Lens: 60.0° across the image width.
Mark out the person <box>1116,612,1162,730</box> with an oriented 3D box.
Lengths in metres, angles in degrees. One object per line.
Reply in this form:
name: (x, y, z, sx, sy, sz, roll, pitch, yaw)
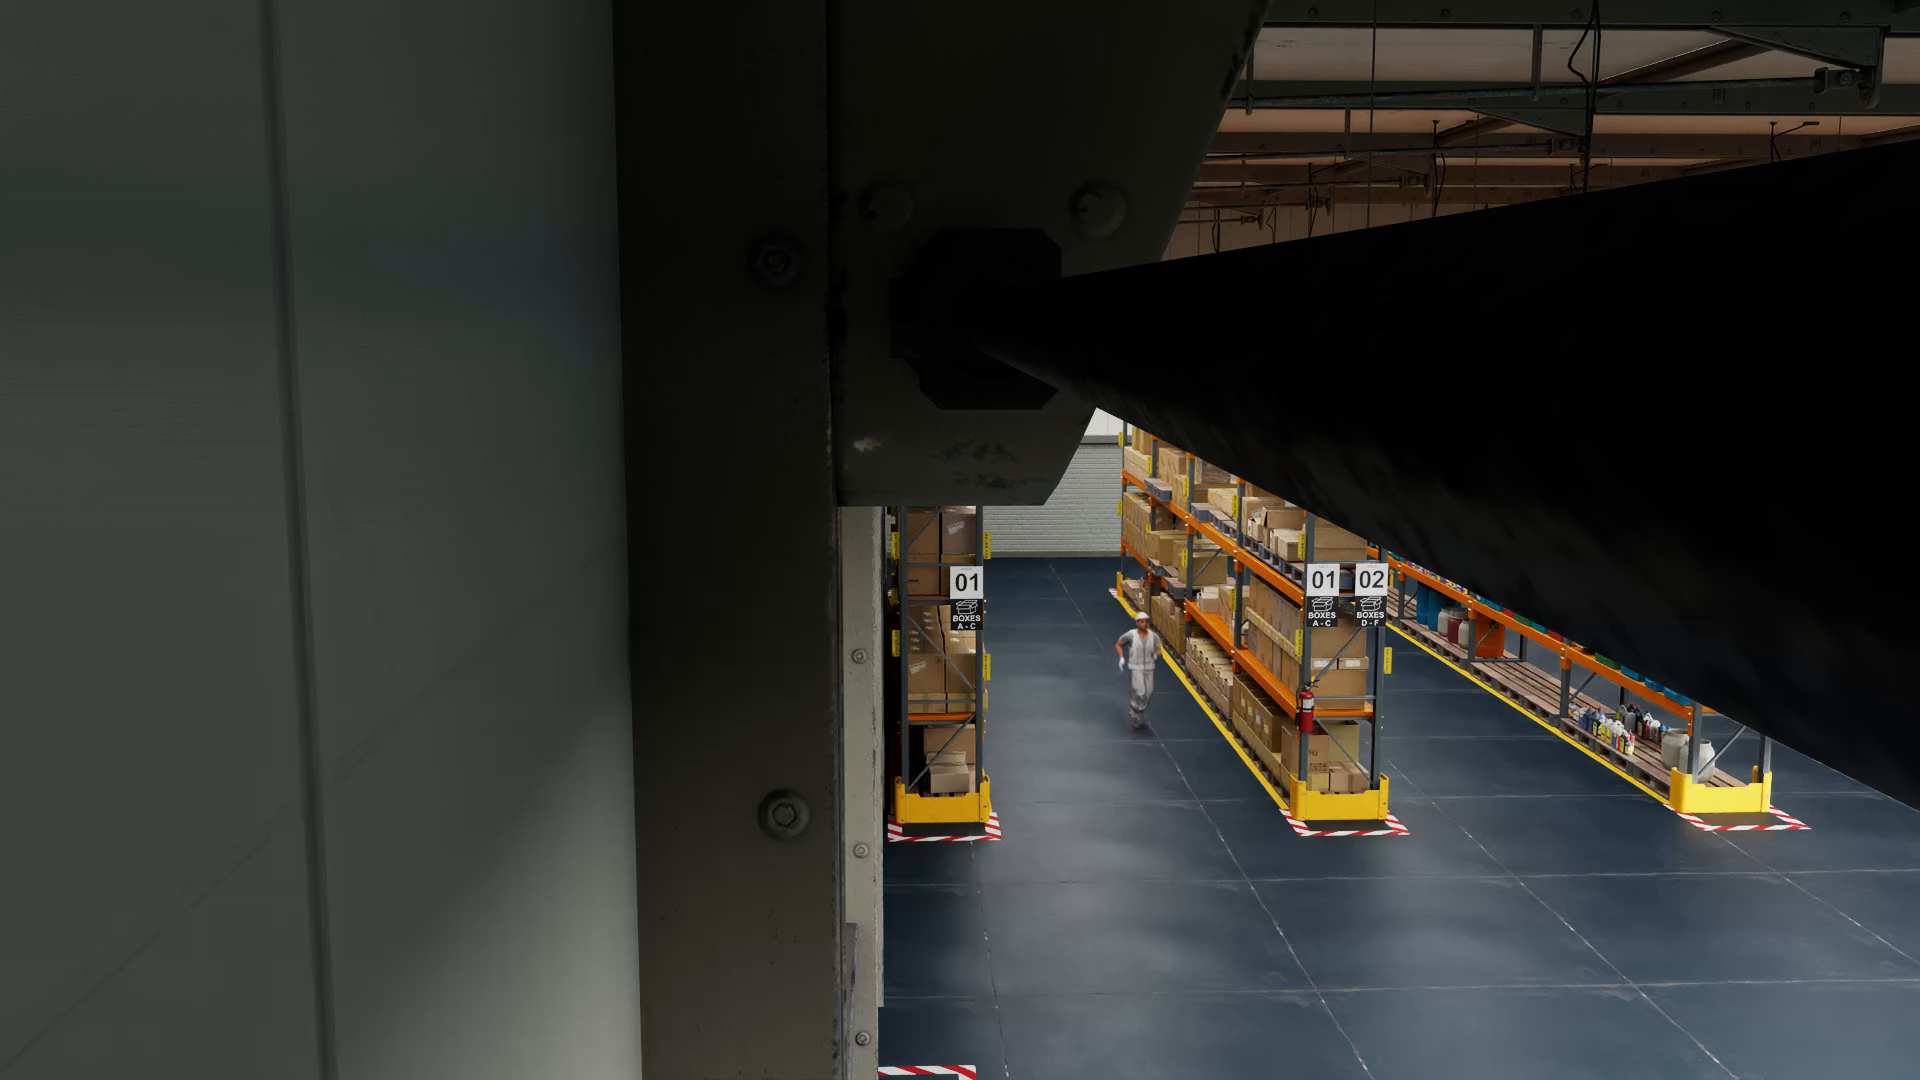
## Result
person: (2.718, 1.961, 24.867, 0.641, 1.775, 0.690, -2, 8, -16)
